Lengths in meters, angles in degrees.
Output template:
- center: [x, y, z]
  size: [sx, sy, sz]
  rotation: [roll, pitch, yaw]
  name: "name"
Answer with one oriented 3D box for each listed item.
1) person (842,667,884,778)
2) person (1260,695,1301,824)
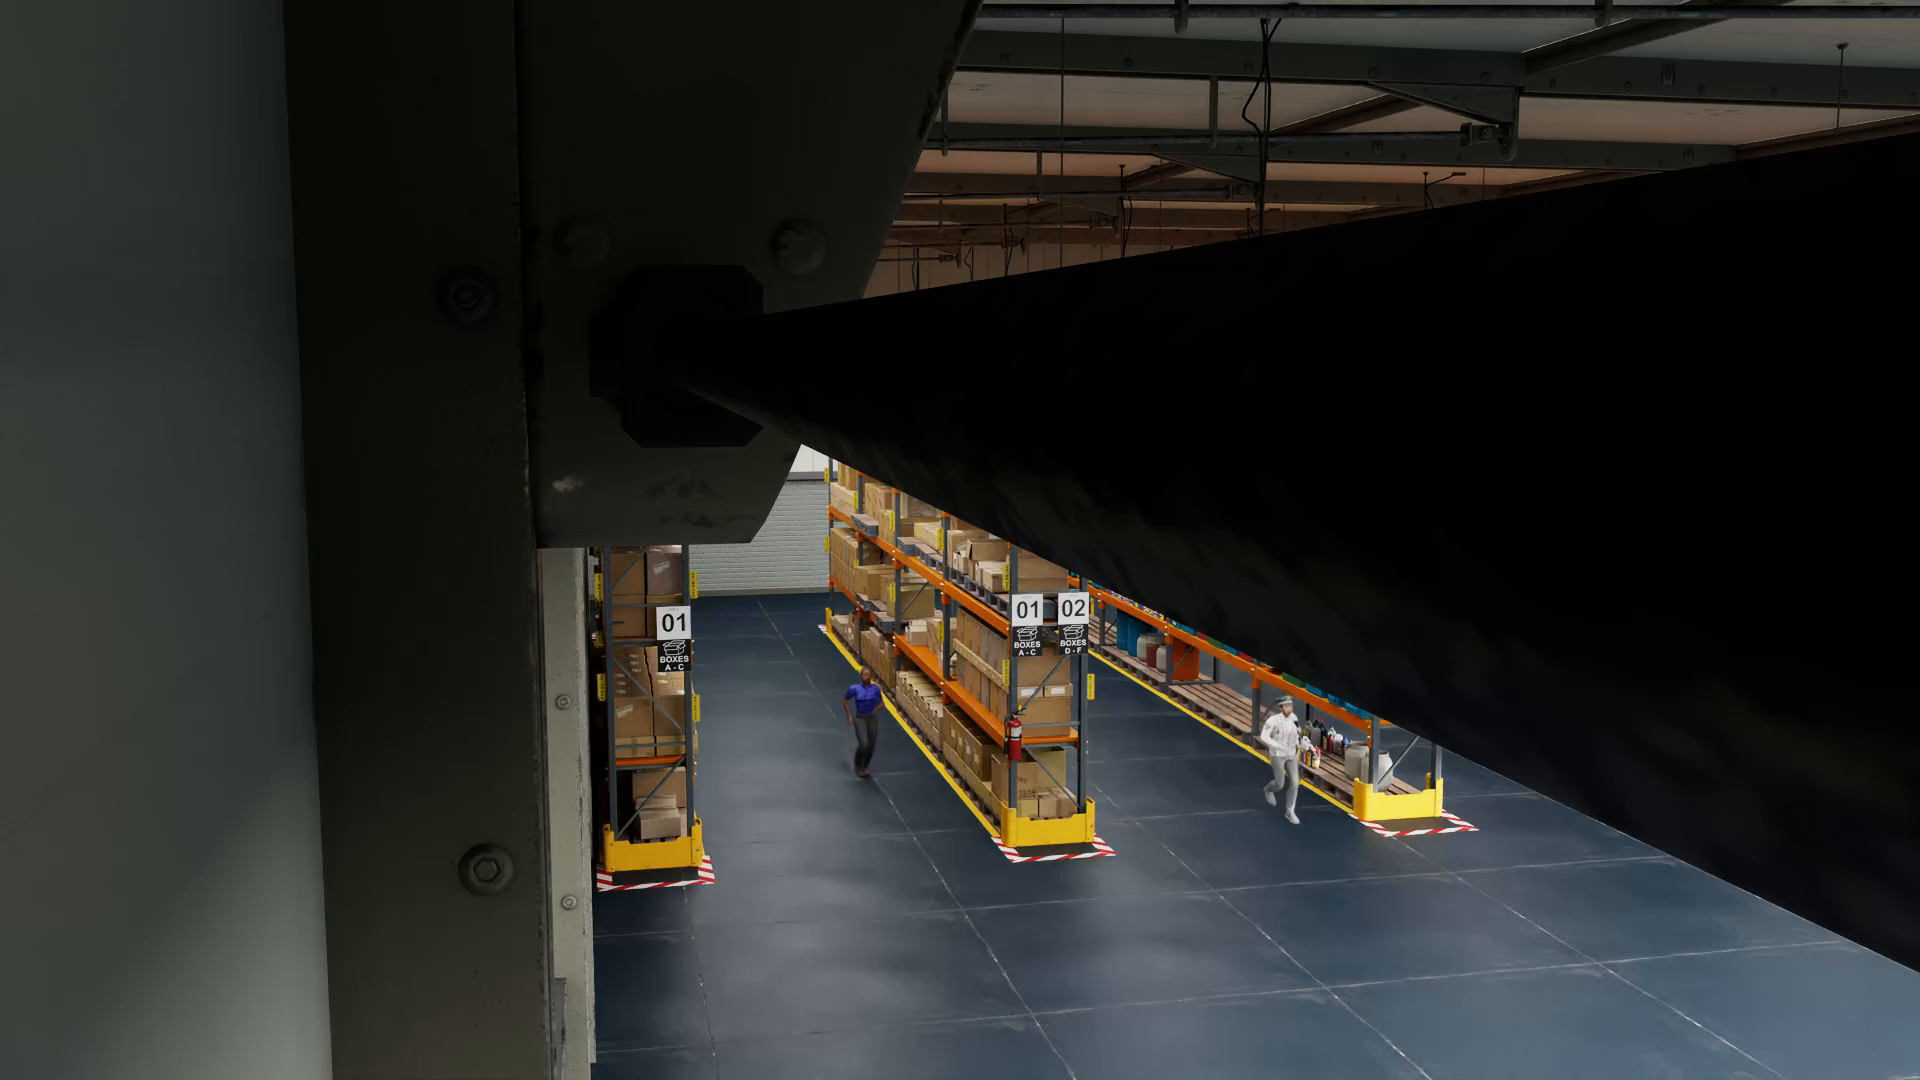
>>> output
- center: [-1.369, 2.655, 24.107]
  size: [0.550, 1.626, 0.646]
  rotation: [-3, 7, -21]
  name: "person"
- center: [4.308, 2.885, 22.210]
  size: [0.657, 1.696, 0.797]
  rotation: [-2, 7, -16]
  name: "person"
